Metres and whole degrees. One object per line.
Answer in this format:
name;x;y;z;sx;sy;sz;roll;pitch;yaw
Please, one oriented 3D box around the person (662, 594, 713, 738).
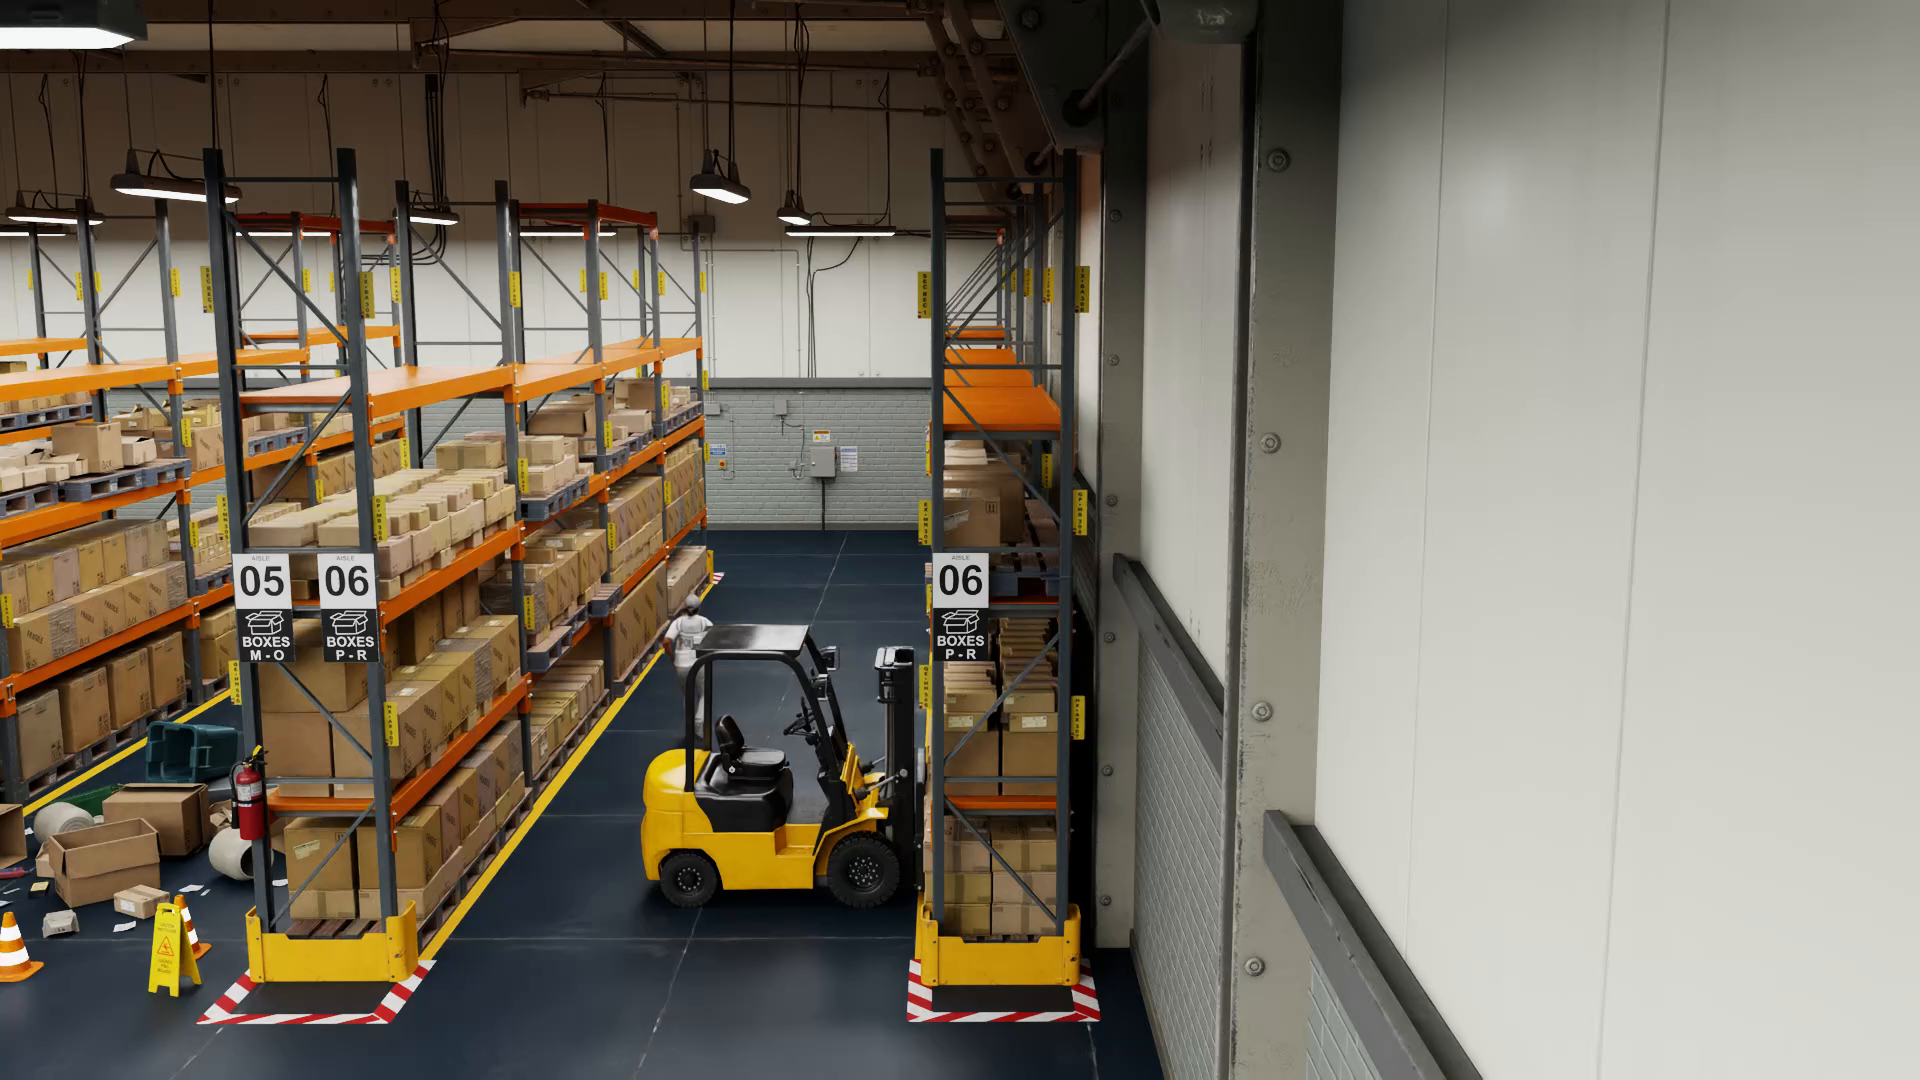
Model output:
person;-2.969;1.411;18.483;0.623;1.633;0.861;0;9;-2
